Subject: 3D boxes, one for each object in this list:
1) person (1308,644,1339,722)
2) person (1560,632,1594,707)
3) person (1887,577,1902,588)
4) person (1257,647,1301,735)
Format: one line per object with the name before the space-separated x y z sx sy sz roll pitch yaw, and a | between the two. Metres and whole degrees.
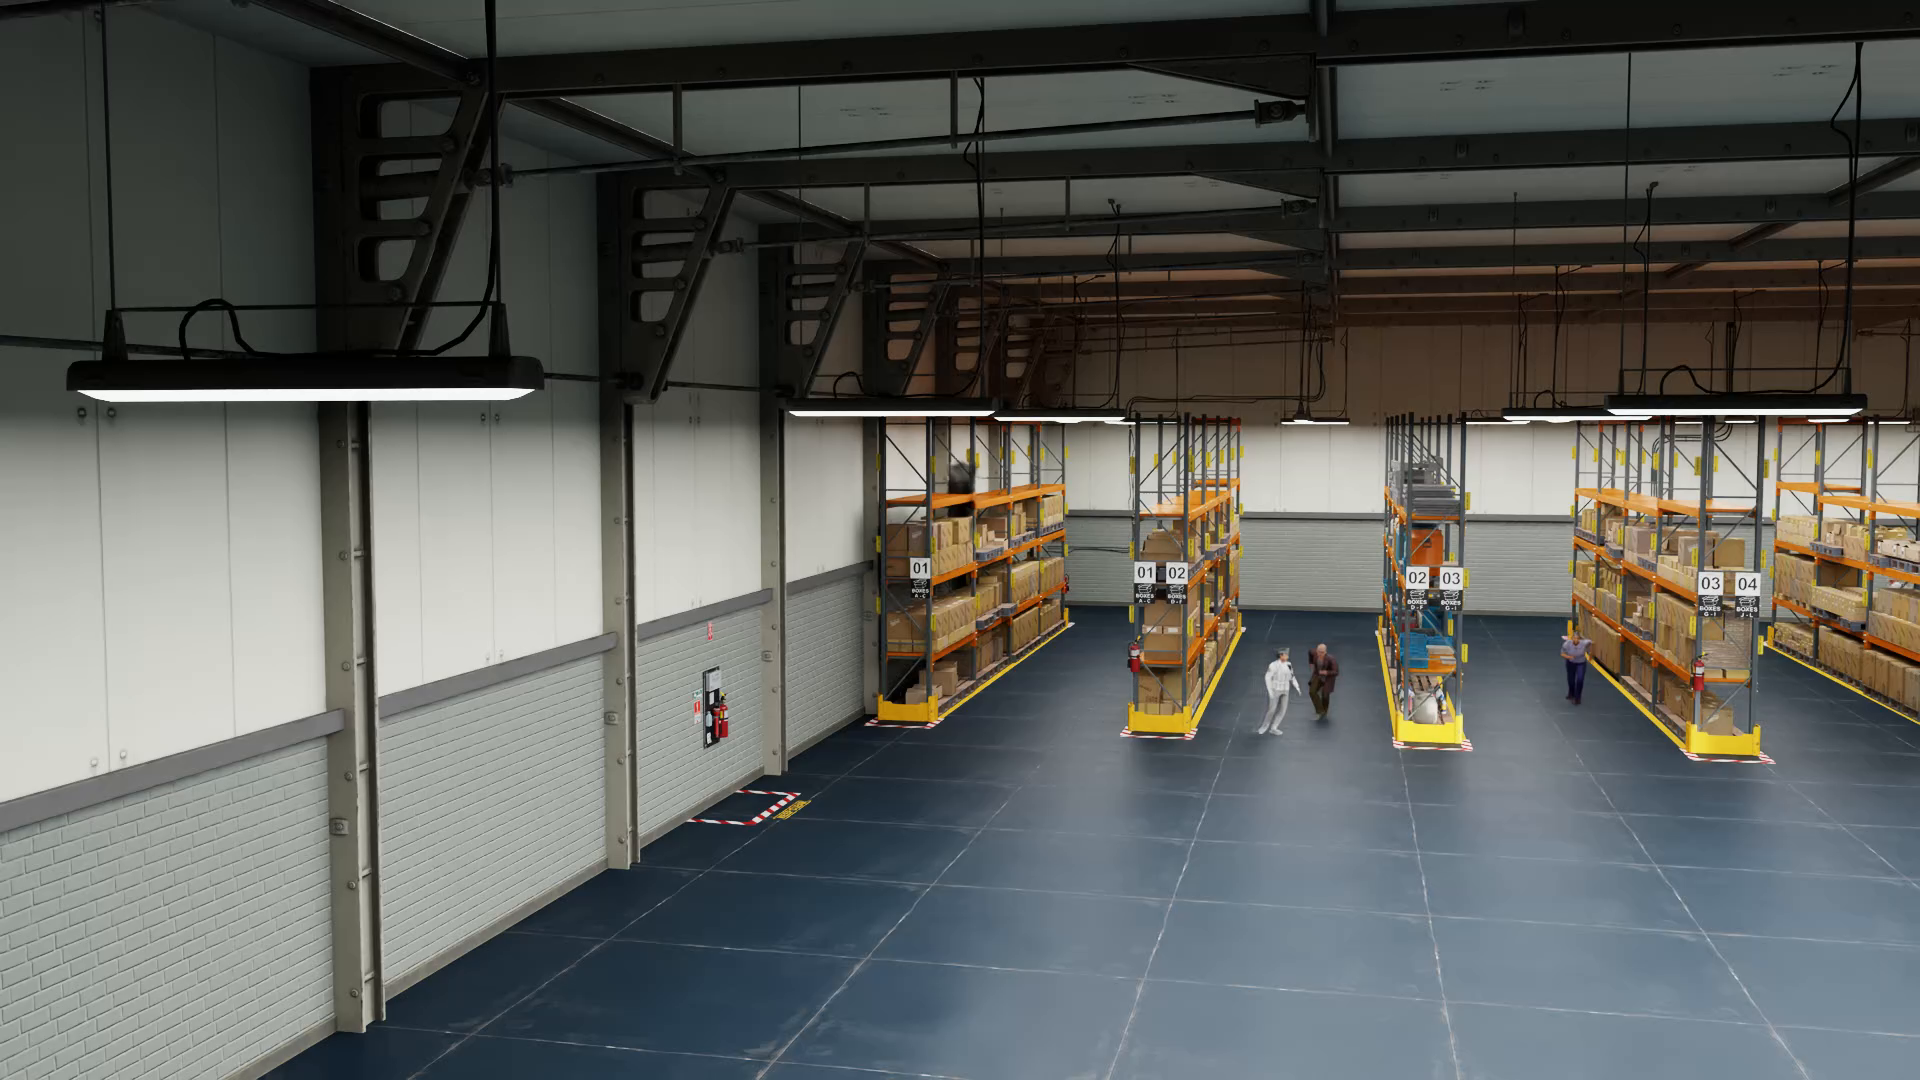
person | 7.136 2.767 32.592 0.699 1.567 1.235 2 4 25
person | 12.751 2.663 34.384 0.656 1.582 0.955 1 4 17
person | 25.294 1.748 45.030 0.991 1.788 0.662 0 4 -5
person | 5.914 2.815 30.879 0.680 1.646 0.557 -2 4 -27
